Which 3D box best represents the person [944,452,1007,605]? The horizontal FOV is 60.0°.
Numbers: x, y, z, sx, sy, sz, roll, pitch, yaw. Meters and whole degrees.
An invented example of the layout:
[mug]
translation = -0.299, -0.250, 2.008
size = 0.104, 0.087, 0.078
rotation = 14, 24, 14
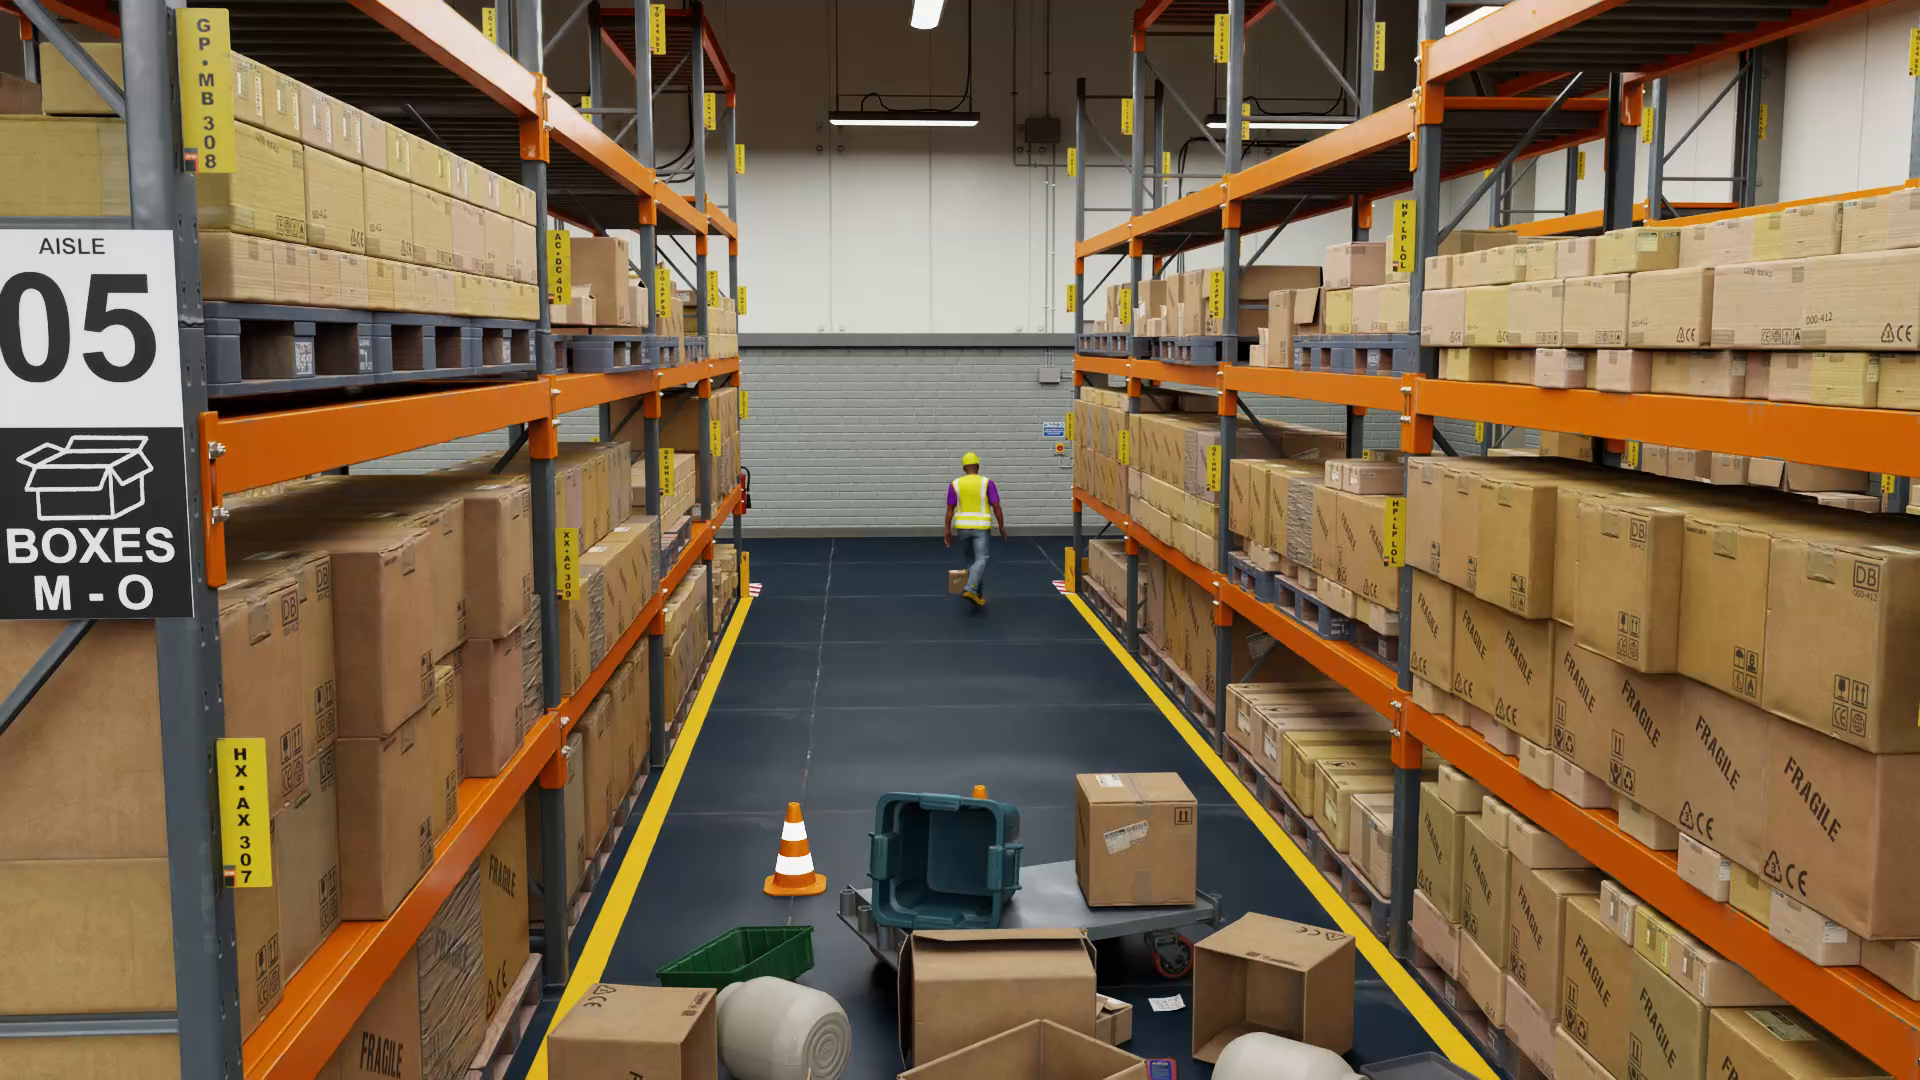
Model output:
[person]
translation = 0.178, -0.119, 18.704
size = 0.682, 1.727, 1.029
rotation = 1, 7, 12
